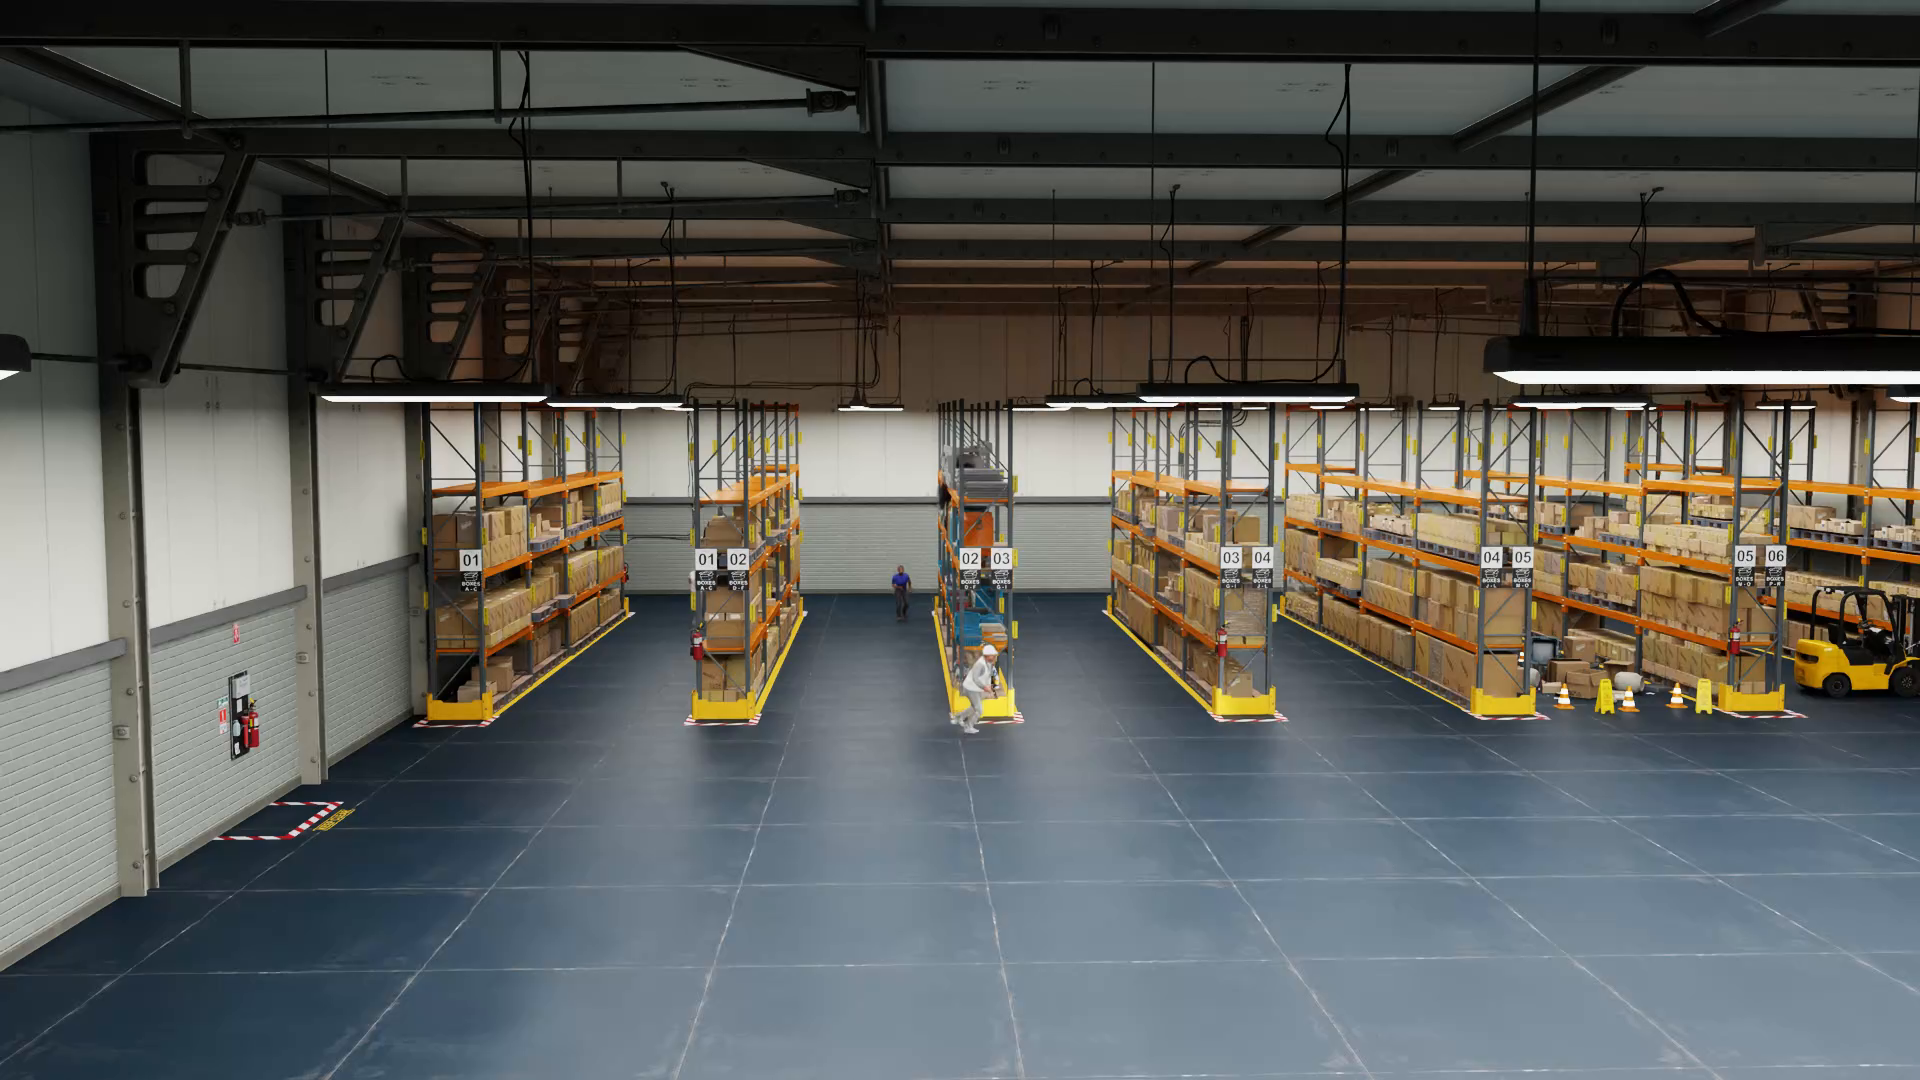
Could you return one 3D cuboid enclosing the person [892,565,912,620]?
[{"bbox_3d":[-1.604,1.464,45.926,0.577,1.547,0.830,-1,4,-8],"label":"person"}]

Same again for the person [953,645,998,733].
[{"bbox_3d":[0.270,2.658,29.743,0.915,1.615,0.625,1,5,17],"label":"person"}]

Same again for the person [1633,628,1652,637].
[{"bbox_3d":[16.829,1.811,40.619,0.564,1.670,0.933,-1,4,-11],"label":"person"}]

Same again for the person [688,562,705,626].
[{"bbox_3d":[-7.140,1.434,45.290,0.578,1.737,0.733,0,4,2],"label":"person"}]

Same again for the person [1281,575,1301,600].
[{"bbox_3d":[9.757,1.101,49.017,0.604,1.810,0.788,4,6,44],"label":"person"}]
